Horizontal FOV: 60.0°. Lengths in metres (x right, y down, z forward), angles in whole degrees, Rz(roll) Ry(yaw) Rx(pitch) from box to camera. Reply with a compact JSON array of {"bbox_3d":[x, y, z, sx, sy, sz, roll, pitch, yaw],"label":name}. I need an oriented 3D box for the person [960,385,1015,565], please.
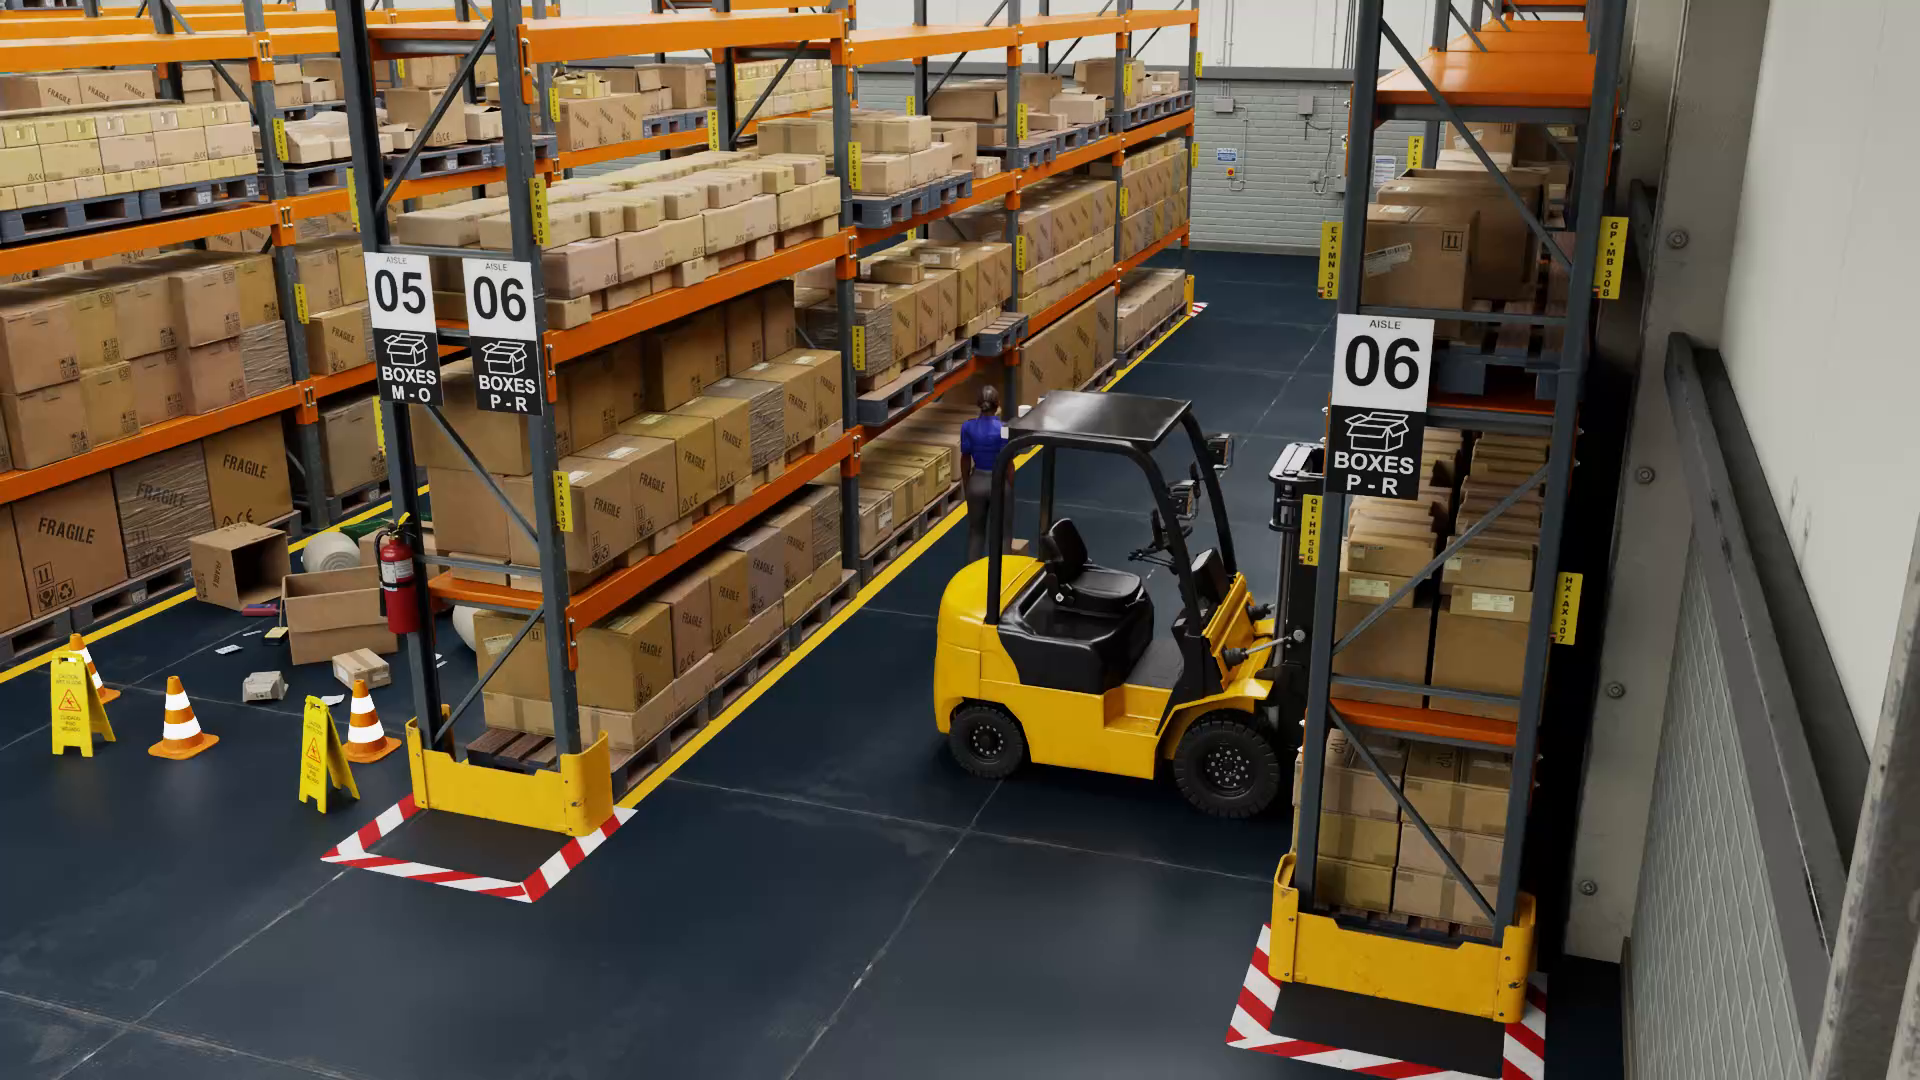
[{"bbox_3d":[0.216,-0.368,12.671,0.437,1.663,0.304,7,20,19],"label":"person"}]
